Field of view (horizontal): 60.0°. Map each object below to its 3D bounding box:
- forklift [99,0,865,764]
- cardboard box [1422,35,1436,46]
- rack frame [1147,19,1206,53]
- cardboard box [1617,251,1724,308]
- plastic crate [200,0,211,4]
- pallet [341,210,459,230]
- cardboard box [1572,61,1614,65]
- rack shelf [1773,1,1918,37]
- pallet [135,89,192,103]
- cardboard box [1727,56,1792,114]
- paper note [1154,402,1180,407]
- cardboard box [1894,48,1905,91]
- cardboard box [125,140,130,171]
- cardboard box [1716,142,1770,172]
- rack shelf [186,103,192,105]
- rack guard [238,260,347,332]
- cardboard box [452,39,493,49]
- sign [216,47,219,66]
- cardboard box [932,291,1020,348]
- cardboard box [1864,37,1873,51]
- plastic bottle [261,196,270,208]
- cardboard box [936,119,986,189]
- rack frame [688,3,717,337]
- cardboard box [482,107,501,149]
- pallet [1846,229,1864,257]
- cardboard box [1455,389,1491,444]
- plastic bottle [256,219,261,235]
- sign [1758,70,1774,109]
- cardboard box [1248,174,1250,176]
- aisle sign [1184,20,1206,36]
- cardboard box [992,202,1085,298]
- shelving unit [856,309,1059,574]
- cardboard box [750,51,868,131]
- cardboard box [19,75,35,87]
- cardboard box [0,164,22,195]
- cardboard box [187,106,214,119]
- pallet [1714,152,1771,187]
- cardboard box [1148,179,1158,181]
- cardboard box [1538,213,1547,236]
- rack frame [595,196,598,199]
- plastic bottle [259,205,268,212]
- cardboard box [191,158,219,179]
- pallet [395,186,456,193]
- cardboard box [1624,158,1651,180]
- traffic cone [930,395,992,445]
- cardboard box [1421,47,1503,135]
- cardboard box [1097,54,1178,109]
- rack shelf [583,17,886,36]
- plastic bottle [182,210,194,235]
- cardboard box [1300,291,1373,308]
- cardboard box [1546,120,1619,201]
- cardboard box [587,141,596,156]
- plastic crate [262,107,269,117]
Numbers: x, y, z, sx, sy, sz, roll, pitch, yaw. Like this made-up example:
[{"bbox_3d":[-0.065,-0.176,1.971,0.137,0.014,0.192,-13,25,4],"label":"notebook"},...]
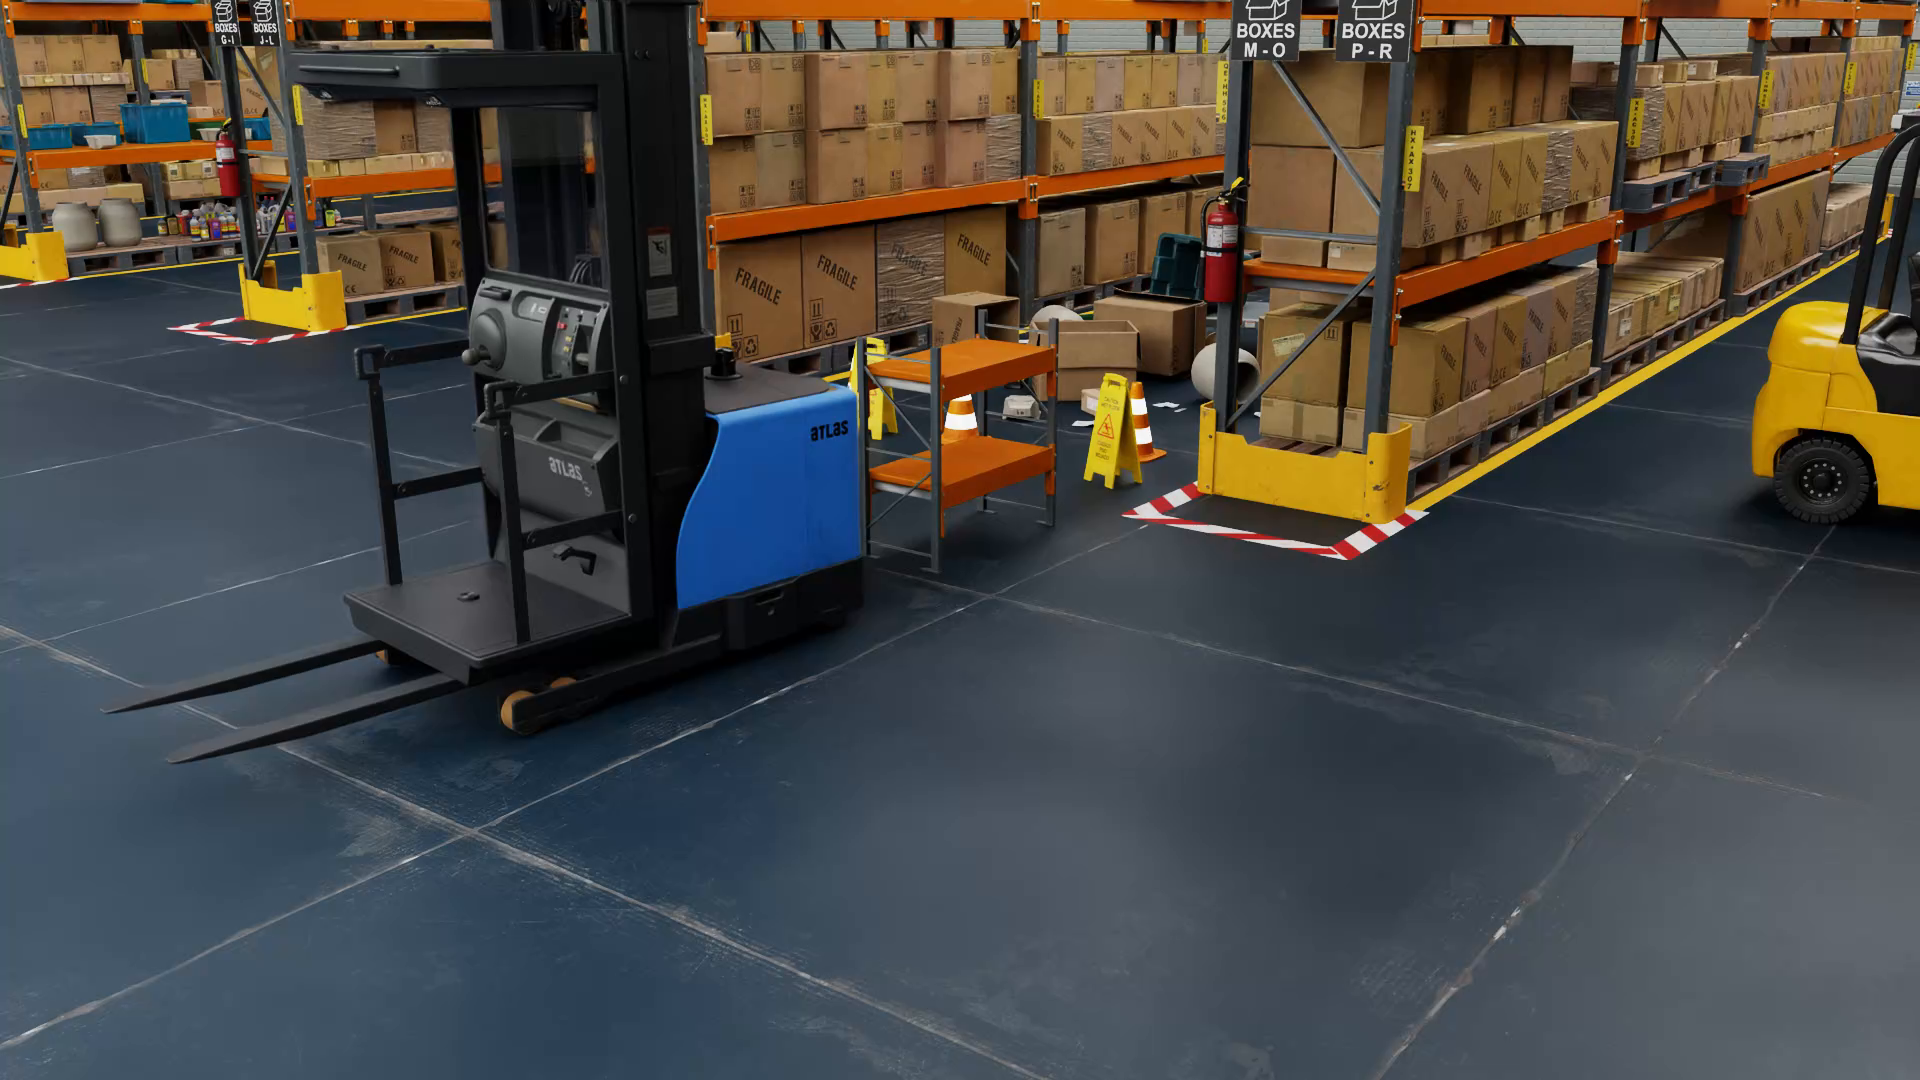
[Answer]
[{"bbox_3d":[-1.825,-0.828,6.466,1.130,2.935,3.031,16,24,42],"label":"forklift"},{"bbox_3d":[5.756,-6.203,21.306,0.500,0.500,0.500,12,21,33],"label":"cardboard box"},{"bbox_3d":[3.455,-7.199,26.867,1.000,3.000,0.127,12,21,35],"label":"rack frame"},{"bbox_3d":[6.302,-2.355,14.992,0.950,0.372,0.625,11,20,31],"label":"cardboard box"},{"bbox_3d":[-8.305,-6.069,18.615,0.243,0.136,0.396,12,21,35],"label":"plastic crate"},{"bbox_3d":[-7.236,-4.078,21.520,1.003,0.211,1.213,12,21,35],"label":"pallet"},{"bbox_3d":[4.902,-3.675,13.049,0.380,0.149,0.250,11,21,32],"label":"cardboard box"},{"bbox_3d":[10.222,-6.060,19.356,1.077,0.370,4.000,12,21,35],"label":"rack shelf"},{"bbox_3d":[-13.585,-7.639,28.608,1.213,0.211,1.003,12,21,35],"label":"pallet"},{"bbox_3d":[7.425,-4.261,15.554,0.500,0.500,0.500,13,21,35],"label":"cardboard box"},{"bbox_3d":[1.471,-0.966,11.822,0.142,0.019,0.148,-11,20,-32],"label":"paper note"},{"bbox_3d":[11.318,-5.816,20.559,0.500,0.500,0.500,13,22,36],"label":"cardboard box"},{"bbox_3d":[-14.307,-6.529,28.184,0.700,0.500,0.500,12,21,34],"label":"cardboard box"},{"bbox_3d":[7.141,-3.543,15.346,0.500,0.250,0.500,12,21,34],"label":"cardboard box"},{"bbox_3d":[-14.438,-7.099,27.760,1.077,0.370,4.000,12,21,35],"label":"rack shelf"},{"bbox_3d":[-6.033,-2.212,15.024,1.175,0.500,0.348,12,21,35],"label":"rack guard"},{"bbox_3d":[-4.639,-4.495,15.806,0.500,0.500,0.500,12,21,35],"label":"cardboard box"},{"bbox_3d":[-12.805,-8.341,28.725,0.100,0.325,0.005,12,21,35],"label":"sign"},{"bbox_3d":[0.127,-1.696,13.359,0.500,0.500,0.500,-16,23,-41],"label":"cardboard box"},{"bbox_3d":[10.064,-5.598,18.764,0.380,0.149,0.250,12,21,33],"label":"cardboard box"},{"bbox_3d":[-8.487,-4.042,20.426,0.144,0.351,0.185,13,22,36],"label":"plastic bottle"},{"bbox_3d":[-0.292,-3.287,14.017,0.875,0.550,0.550,12,21,35],"label":"cardboard box"},{"bbox_3d":[-2.155,-2.487,11.695,1.000,3.000,0.127,12,21,35],"label":"rack frame"},{"bbox_3d":[-4.887,-4.073,16.130,0.875,0.500,0.500,12,21,35],"label":"cardboard box"},{"bbox_3d":[10.273,-3.622,20.052,1.003,0.211,1.213,12,21,35],"label":"pallet"},{"bbox_3d":[2.893,-0.788,10.150,0.500,0.250,0.500,13,22,37],"label":"cardboard box"},{"bbox_3d":[-8.280,-3.692,19.550,0.097,0.201,0.097,0,17,0],"label":"plastic bottle"},{"bbox_3d":[7.088,-3.964,14.631,0.100,0.325,0.005,12,21,35],"label":"sign"},{"bbox_3d":[3.519,-4.000,18.809,0.500,0.250,0.500,12,21,34],"label":"cardboard box"},{"bbox_3d":[3.739,-8.404,26.366,0.394,0.787,0.004,12,21,35],"label":"aisle sign"},{"bbox_3d":[0.526,-2.730,15.562,1.050,0.750,0.750,12,21,34],"label":"cardboard box"},{"bbox_3d":[0.004,-0.539,8.582,0.538,1.125,1.048,12,21,35],"label":"shelving unit"},{"bbox_3d":[-1.207,-3.413,12.602,0.875,0.550,0.550,12,21,35],"label":"cardboard box"},{"bbox_3d":[-12.397,-6.045,21.889,0.380,0.149,0.250,13,22,36],"label":"cardboard box"},{"bbox_3d":[-12.638,-4.830,21.903,0.500,0.500,0.500,12,21,35],"label":"cardboard box"},{"bbox_3d":[-10.957,-6.147,23.904,0.380,0.149,0.250,12,21,35],"label":"cardboard box"},{"bbox_3d":[6.308,-3.262,14.513,1.213,0.211,1.003,12,21,35],"label":"pallet"},{"bbox_3d":[2.596,-6.001,25.885,0.875,0.875,0.875,12,21,35],"label":"cardboard box"},{"bbox_3d":[3.538,-2.041,10.681,0.380,0.149,0.250,12,21,34],"label":"cardboard box"},{"bbox_3d":[-5.290,-6.168,23.549,1.000,3.000,0.127,12,21,35],"label":"rack frame"},{"bbox_3d":[-8.477,-3.948,20.258,0.097,0.271,0.097,0,17,0],"label":"plastic bottle"},{"bbox_3d":[-10.900,-5.420,24.122,0.500,0.311,0.500,12,21,34],"label":"cardboard box"},{"bbox_3d":[-8.790,-5.884,27.336,1.003,0.211,1.213,12,21,35],"label":"pallet"},{"bbox_3d":[4.847,-2.746,12.243,0.380,0.149,0.250,13,21,35],"label":"cardboard box"},{"bbox_3d":[0.006,-0.871,10.767,0.336,0.463,0.334,12,21,35],"label":"traffic cone"},{"bbox_3d":[2.947,-2.817,10.402,0.700,0.500,0.500,12,21,34],"label":"cardboard box"},{"bbox_3d":[1.732,-4.570,16.546,0.700,0.500,0.500,12,21,34],"label":"cardboard box"},{"bbox_3d":[-2.504,-5.906,18.859,1.077,0.370,4.000,12,21,35],"label":"rack shelf"},{"bbox_3d":[-9.056,-3.727,19.527,0.061,0.283,0.133,12,21,35],"label":"plastic bottle"},{"bbox_3d":[2.313,-1.528,10.177,0.380,0.149,0.250,13,22,36],"label":"cardboard box"},{"bbox_3d":[4.199,-2.629,11.483,0.500,0.500,0.500,12,21,33],"label":"cardboard box"},{"bbox_3d":[-3.941,-4.011,17.024,0.380,0.149,0.250,12,21,35],"label":"cardboard box"},{"bbox_3d":[-8.087,-5.084,20.162,0.767,0.338,0.504,12,21,35],"label":"plastic crate"}]
